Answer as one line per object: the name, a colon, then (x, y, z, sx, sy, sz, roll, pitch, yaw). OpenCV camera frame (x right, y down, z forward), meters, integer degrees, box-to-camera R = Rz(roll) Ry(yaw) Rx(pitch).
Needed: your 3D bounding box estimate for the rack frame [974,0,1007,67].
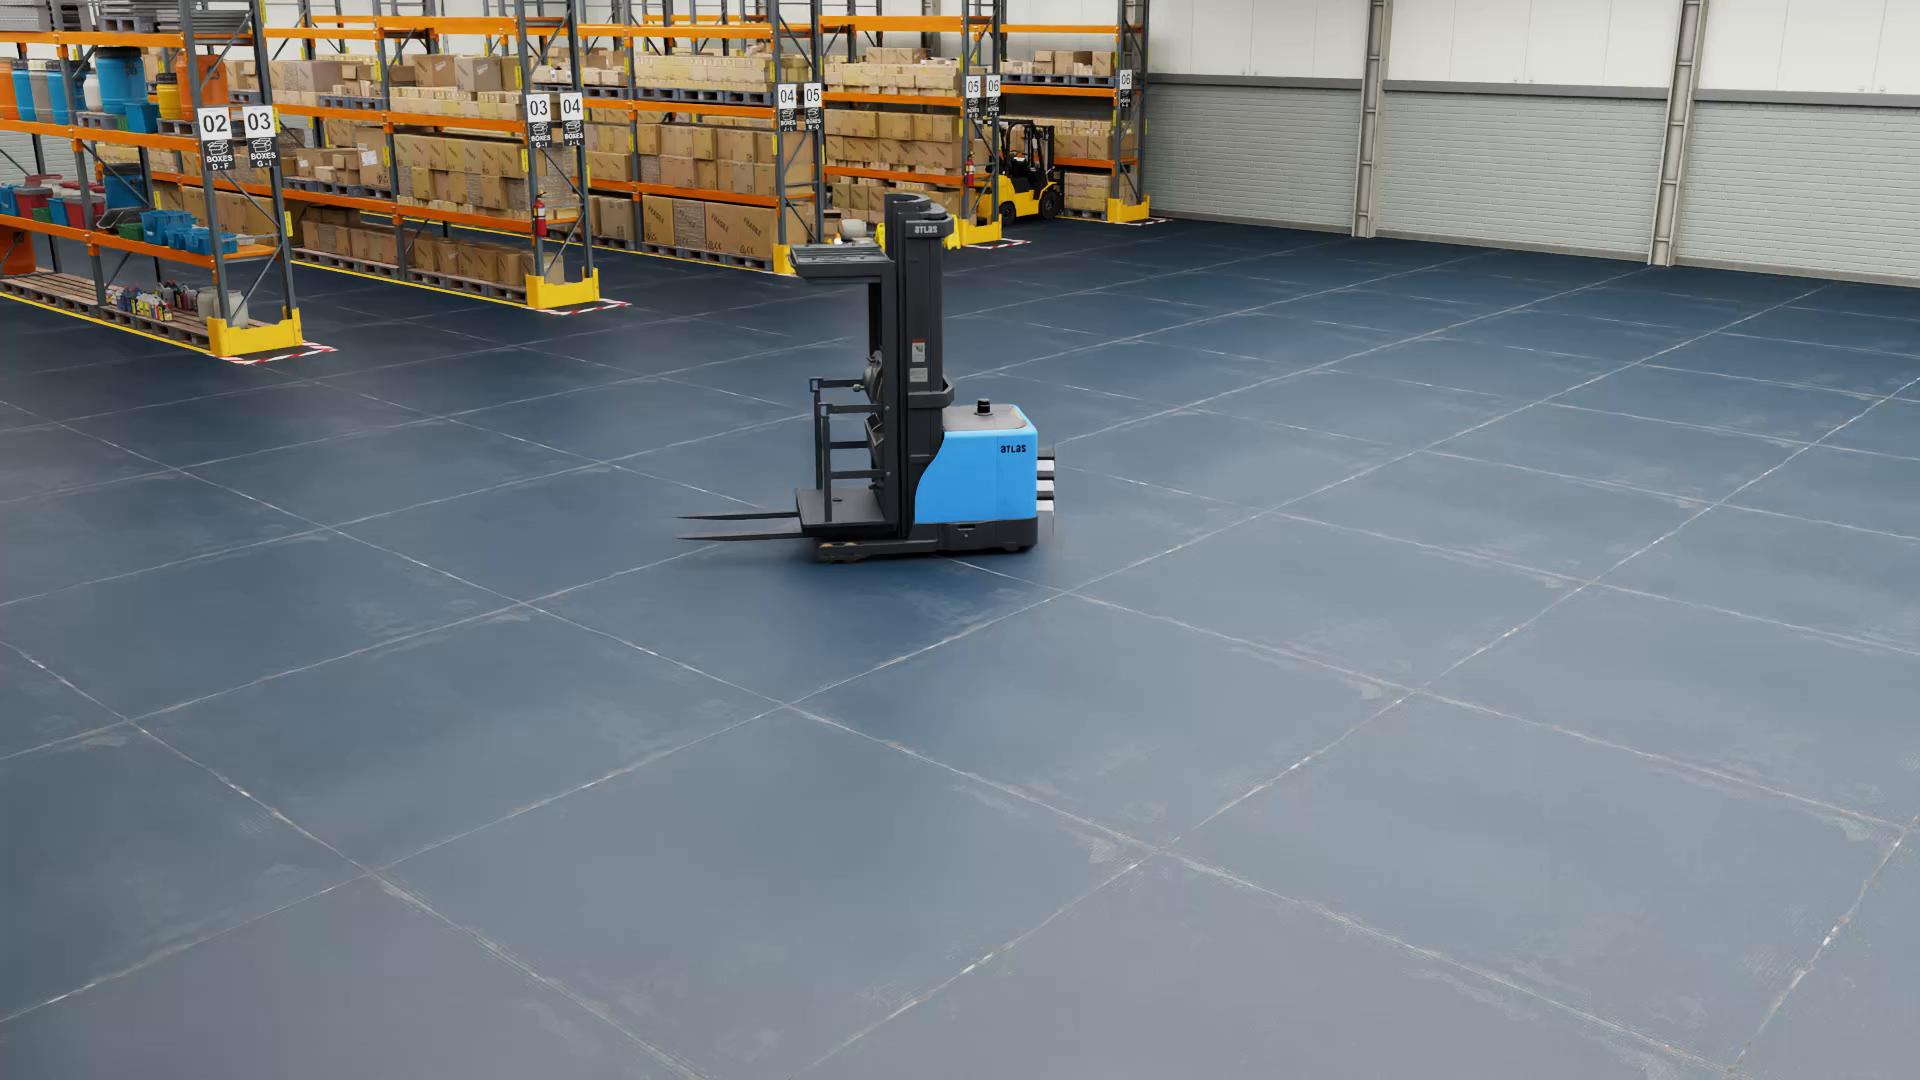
rack frame: (0.703, -12.169, 37.909, 0.127, 3.000, 1.000, 15, 23, 39)

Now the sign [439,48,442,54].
sign: (-11.417, -10.642, 36.550, 0.005, 0.325, 0.100, 15, 23, 39)

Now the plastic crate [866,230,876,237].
plastic crate: (-1.959, -6.294, 34.139, 0.583, 0.080, 0.402, 7, 19, 21)

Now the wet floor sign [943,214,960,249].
wet floor sign: (-0.166, -5.981, 32.217, 0.267, 0.644, 0.232, -9, 20, -27)

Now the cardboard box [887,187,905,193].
cardboard box: (-1.135, -6.939, 33.956, 0.500, 0.500, 0.500, 14, 23, 38)

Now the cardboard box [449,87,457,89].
cardboard box: (-8.124, -7.338, 27.232, 0.250, 0.149, 0.380, 14, 22, 38)

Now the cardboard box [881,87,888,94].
cardboard box: (-1.364, -9.068, 33.509, 0.250, 0.149, 0.380, 15, 23, 40)

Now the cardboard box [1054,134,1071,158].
cardboard box: (2.387, -8.803, 37.053, 0.500, 0.500, 0.500, 14, 23, 38)

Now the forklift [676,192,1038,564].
forklift: (-0.902, -1.371, 13.913, 3.031, 2.935, 1.130, -3, 18, -8)

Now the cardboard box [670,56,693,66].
cardboard box: (-4.989, -8.629, 29.951, 0.250, 0.149, 0.380, 15, 23, 40)

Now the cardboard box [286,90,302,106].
cardboard box: (-11.593, -7.850, 29.506, 0.500, 0.250, 0.500, 16, 23, 41)

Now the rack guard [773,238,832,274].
rack guard: (-2.790, -5.046, 29.514, 0.348, 0.500, 1.175, 15, 23, 39)

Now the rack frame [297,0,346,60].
rack frame: (-14.775, -12.315, 38.367, 0.127, 3.000, 1.000, 15, 23, 39)

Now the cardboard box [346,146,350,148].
cardboard box: (-13.895, -9.007, 38.278, 0.250, 0.149, 0.380, 15, 23, 39)

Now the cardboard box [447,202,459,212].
cardboard box: (-8.075, -5.415, 26.958, 0.250, 0.149, 0.380, 15, 23, 39)

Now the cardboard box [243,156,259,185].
cardboard box: (-13.062, -6.939, 31.181, 0.500, 0.500, 0.500, 15, 23, 39)

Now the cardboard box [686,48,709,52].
cardboard box: (-6.967, -13.007, 44.438, 0.500, 0.250, 0.500, 16, 24, 41)

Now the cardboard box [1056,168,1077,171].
cardboard box: (2.339, -8.319, 37.892, 0.500, 0.250, 0.500, 14, 23, 38)

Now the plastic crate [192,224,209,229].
plastic crate: (-11.072, -4.429, 23.872, 0.437, 0.136, 0.530, 15, 23, 39)

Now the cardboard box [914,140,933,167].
cardboard box: (-0.558, -7.721, 33.151, 0.500, 0.500, 0.500, 15, 23, 39)

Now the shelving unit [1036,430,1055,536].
shelving unit: (0.715, -0.497, 14.517, 0.210, 0.900, 0.258, 0, 18, 0)

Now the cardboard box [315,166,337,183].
cardboard box: (-11.058, -6.487, 29.476, 0.500, 0.250, 0.500, 14, 22, 38)

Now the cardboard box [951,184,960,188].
cardboard box: (0.305, -8.480, 39.434, 0.625, 0.625, 0.875, 16, 24, 42)

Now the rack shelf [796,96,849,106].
rack shelf: (-4.085, -9.674, 36.195, 4.000, 0.370, 1.077, 15, 23, 39)

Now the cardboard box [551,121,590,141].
cardboard box: (-7.698, -8.077, 33.113, 0.500, 0.500, 0.700, 15, 23, 38)

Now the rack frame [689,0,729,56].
rack frame: (-5.581, -11.849, 36.898, 0.127, 3.000, 1.000, 15, 23, 39)

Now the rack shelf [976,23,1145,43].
rack shelf: (2.199, -11.234, 36.813, 4.000, 0.370, 1.077, 15, 23, 39)

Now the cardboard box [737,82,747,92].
cardboard box: (-3.662, -7.893, 28.948, 0.250, 0.149, 0.380, 15, 23, 40)

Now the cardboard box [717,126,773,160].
cardboard box: (-3.861, -7.145, 29.961, 0.550, 0.550, 0.875, 15, 23, 39)

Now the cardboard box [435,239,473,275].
cardboard box: (-8.461, -4.750, 27.886, 0.500, 0.500, 0.500, -10, 20, -28)

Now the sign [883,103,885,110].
sign: (-1.923, -10.791, 41.569, 0.005, 0.325, 0.100, 15, 23, 39)

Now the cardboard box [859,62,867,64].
cardboard box: (-2.230, -11.540, 40.412, 0.250, 0.166, 0.380, 15, 23, 39)

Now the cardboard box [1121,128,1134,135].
cardboard box: (3.613, -8.990, 36.572, 0.250, 0.149, 0.380, 14, 23, 38)

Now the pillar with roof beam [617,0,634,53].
pillar with roof beam: (-12.549, -14.350, 44.780, 0.400, 9.000, 9.100, 15, 23, 39)

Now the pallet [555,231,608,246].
pallet: (-7.343, -6.100, 33.310, 1.213, 0.211, 1.003, 15, 23, 39)

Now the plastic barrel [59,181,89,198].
plastic barrel: (-13.897, -5.364, 26.158, 0.433, 0.535, 0.433, 0, 18, 0)

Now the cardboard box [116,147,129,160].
cardboard box: (-17.196, -8.062, 34.639, 0.500, 0.250, 0.500, 14, 22, 37)

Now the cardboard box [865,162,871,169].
cardboard box: (-1.742, -7.741, 34.288, 0.250, 0.149, 0.380, 15, 23, 39)

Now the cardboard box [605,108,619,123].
cardboard box: (-8.036, -10.067, 39.385, 0.500, 0.500, 0.500, 15, 23, 39)

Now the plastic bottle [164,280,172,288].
plastic bottle: (-11.782, -3.706, 24.811, 0.185, 0.351, 0.144, 14, 23, 38)

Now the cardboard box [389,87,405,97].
cardboard box: (-9.129, -7.357, 27.294, 0.250, 0.149, 0.380, 14, 22, 38)

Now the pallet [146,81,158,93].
pallet: (-15.756, -9.104, 33.356, 1.213, 0.211, 1.003, 15, 23, 39)

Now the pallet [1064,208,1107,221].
pallet: (3.095, -7.322, 37.161, 1.213, 0.211, 1.003, 15, 23, 39)

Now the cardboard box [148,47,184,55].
cardboard box: (-15.850, -9.823, 33.210, 0.500, 0.250, 0.500, 13, 22, 36)

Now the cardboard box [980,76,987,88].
cardboard box: (0.203, -9.044, 32.776, 0.500, 0.250, 0.500, 15, 23, 38)

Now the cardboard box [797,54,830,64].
cardboard box: (-3.140, -10.289, 35.668, 0.500, 0.250, 0.500, 14, 23, 38)

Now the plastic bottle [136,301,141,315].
plastic bottle: (-11.789, -3.343, 23.914, 0.097, 0.201, 0.097, 0, 18, 0)

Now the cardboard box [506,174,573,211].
cardboard box: (-6.569, -5.447, 25.987, 0.500, 0.500, 0.875, 15, 23, 39)

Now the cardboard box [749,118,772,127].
cardboard box: (-4.233, -8.926, 36.255, 0.500, 0.500, 0.500, 14, 22, 37)
